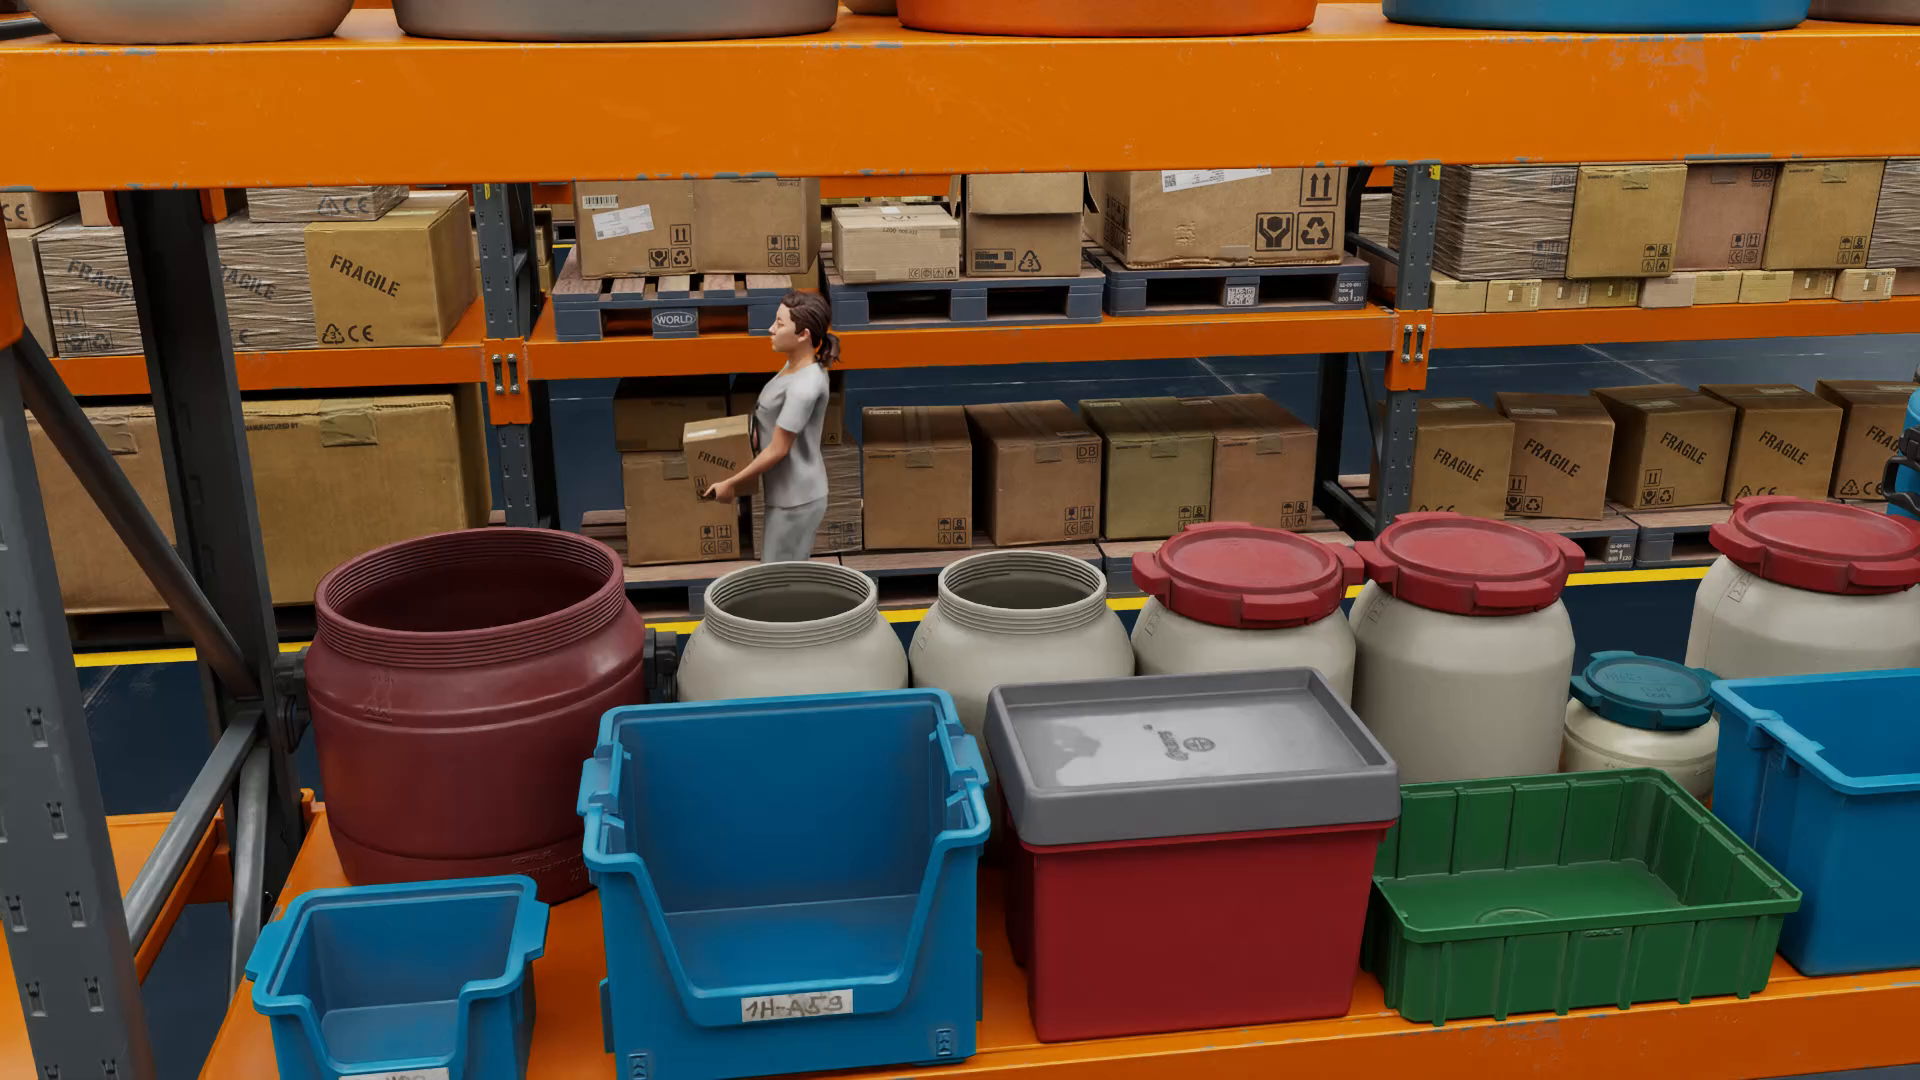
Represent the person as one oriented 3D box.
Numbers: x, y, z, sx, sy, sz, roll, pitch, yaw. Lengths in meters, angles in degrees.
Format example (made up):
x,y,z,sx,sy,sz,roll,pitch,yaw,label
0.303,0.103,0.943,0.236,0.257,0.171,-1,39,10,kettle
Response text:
x,y,z,sx,sy,sz,roll,pitch,yaw,label
-0.717,-0.148,6.501,0.553,1.663,0.436,-2,20,-7,person
